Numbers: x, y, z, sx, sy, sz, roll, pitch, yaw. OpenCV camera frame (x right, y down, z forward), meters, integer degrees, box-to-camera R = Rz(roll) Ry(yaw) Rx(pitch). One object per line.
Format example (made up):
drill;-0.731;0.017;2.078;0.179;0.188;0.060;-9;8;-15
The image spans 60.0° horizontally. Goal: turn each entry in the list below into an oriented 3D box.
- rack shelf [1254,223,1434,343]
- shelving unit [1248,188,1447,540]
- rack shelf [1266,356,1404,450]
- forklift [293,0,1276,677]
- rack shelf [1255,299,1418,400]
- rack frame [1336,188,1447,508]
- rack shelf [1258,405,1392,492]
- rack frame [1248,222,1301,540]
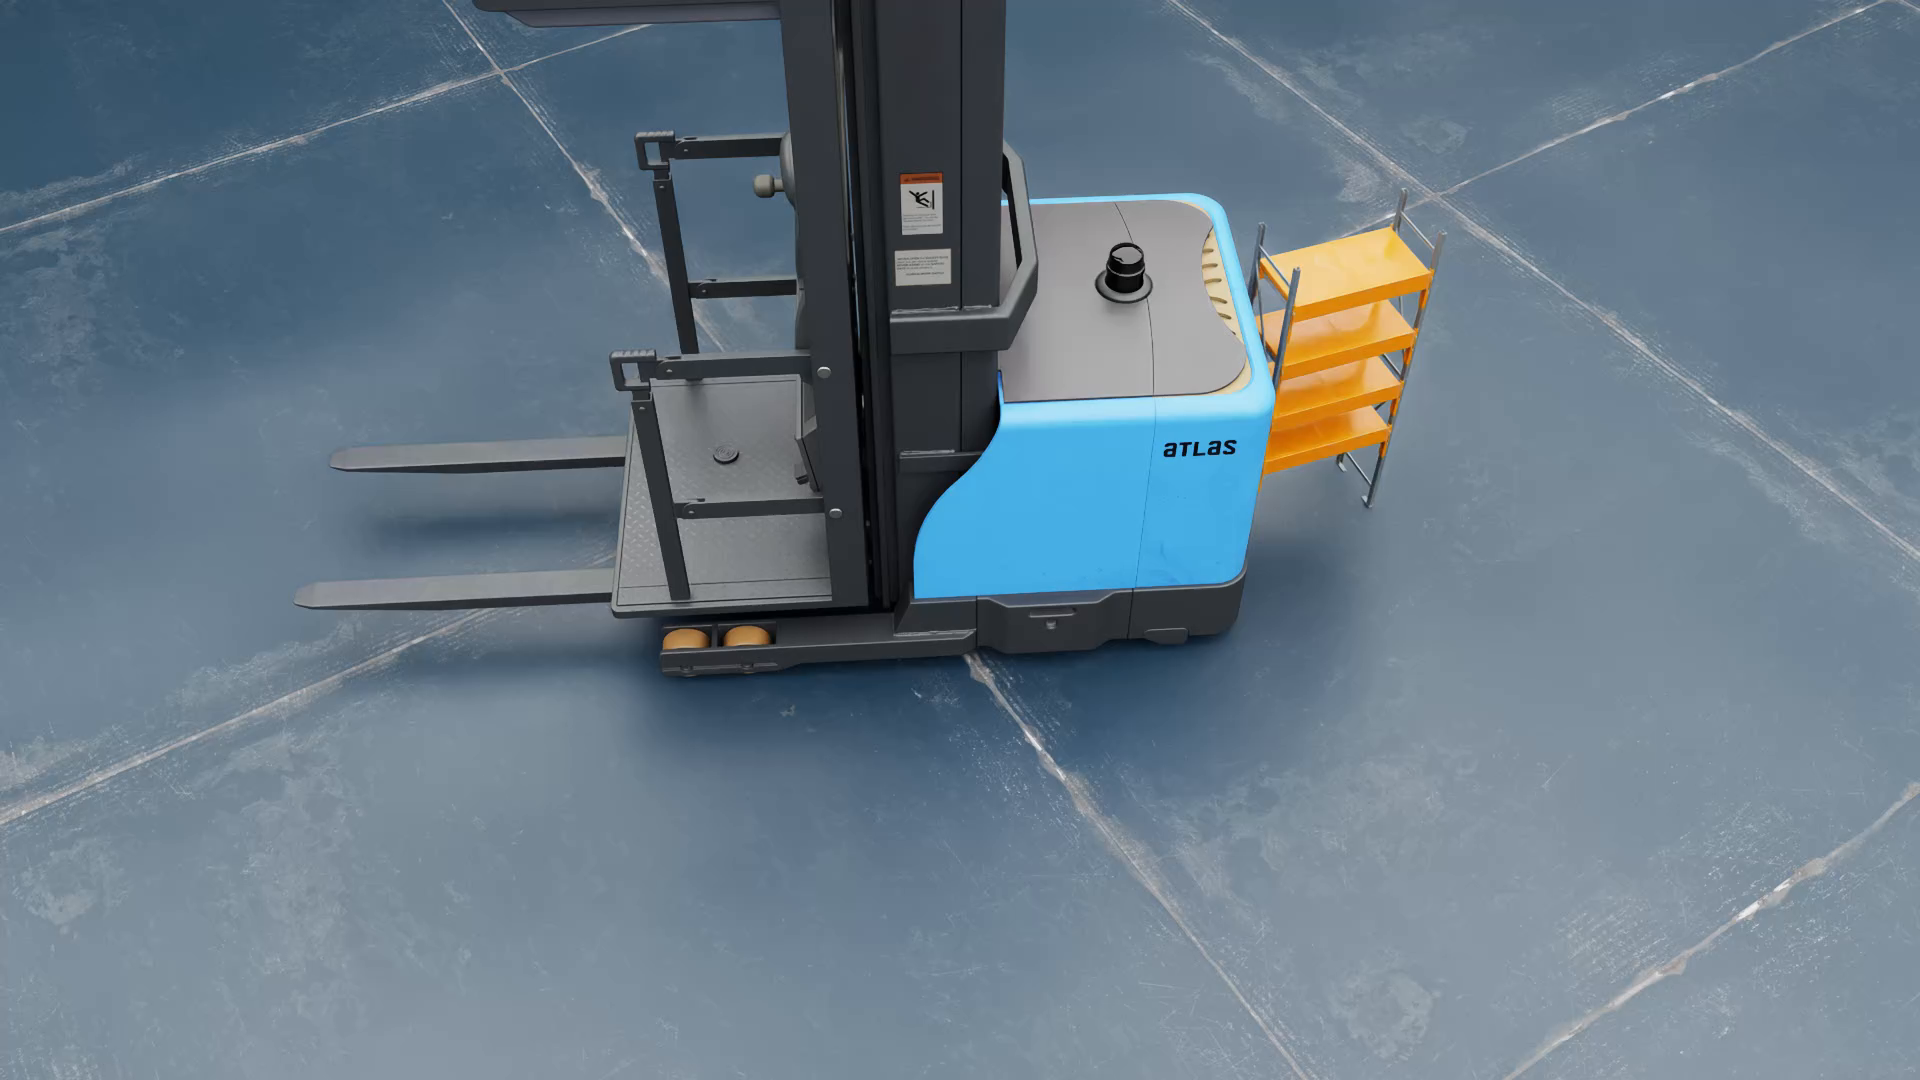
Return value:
rack shelf;1.175;-0.795;5.128;0.480;0.148;0.258;-15;50;-13
shelving unit;1.175;-0.534;5.422;0.503;1.200;0.258;-15;50;-13
rack shelf;1.175;-0.489;5.472;0.480;0.148;0.258;-15;50;-13
forklift;-0.627;-0.945;4.629;3.031;2.935;1.130;-3;48;-2
rack shelf;1.175;-0.638;5.305;0.480;0.148;0.258;-15;50;-13
rack frame;1.403;-0.597;5.478;0.015;1.200;0.240;-15;50;-13
rack shelf;1.175;-0.357;5.620;0.480;0.148;0.258;-15;50;-13
rack frame;0.946;-0.470;5.365;0.015;1.200;0.240;-15;50;-13
